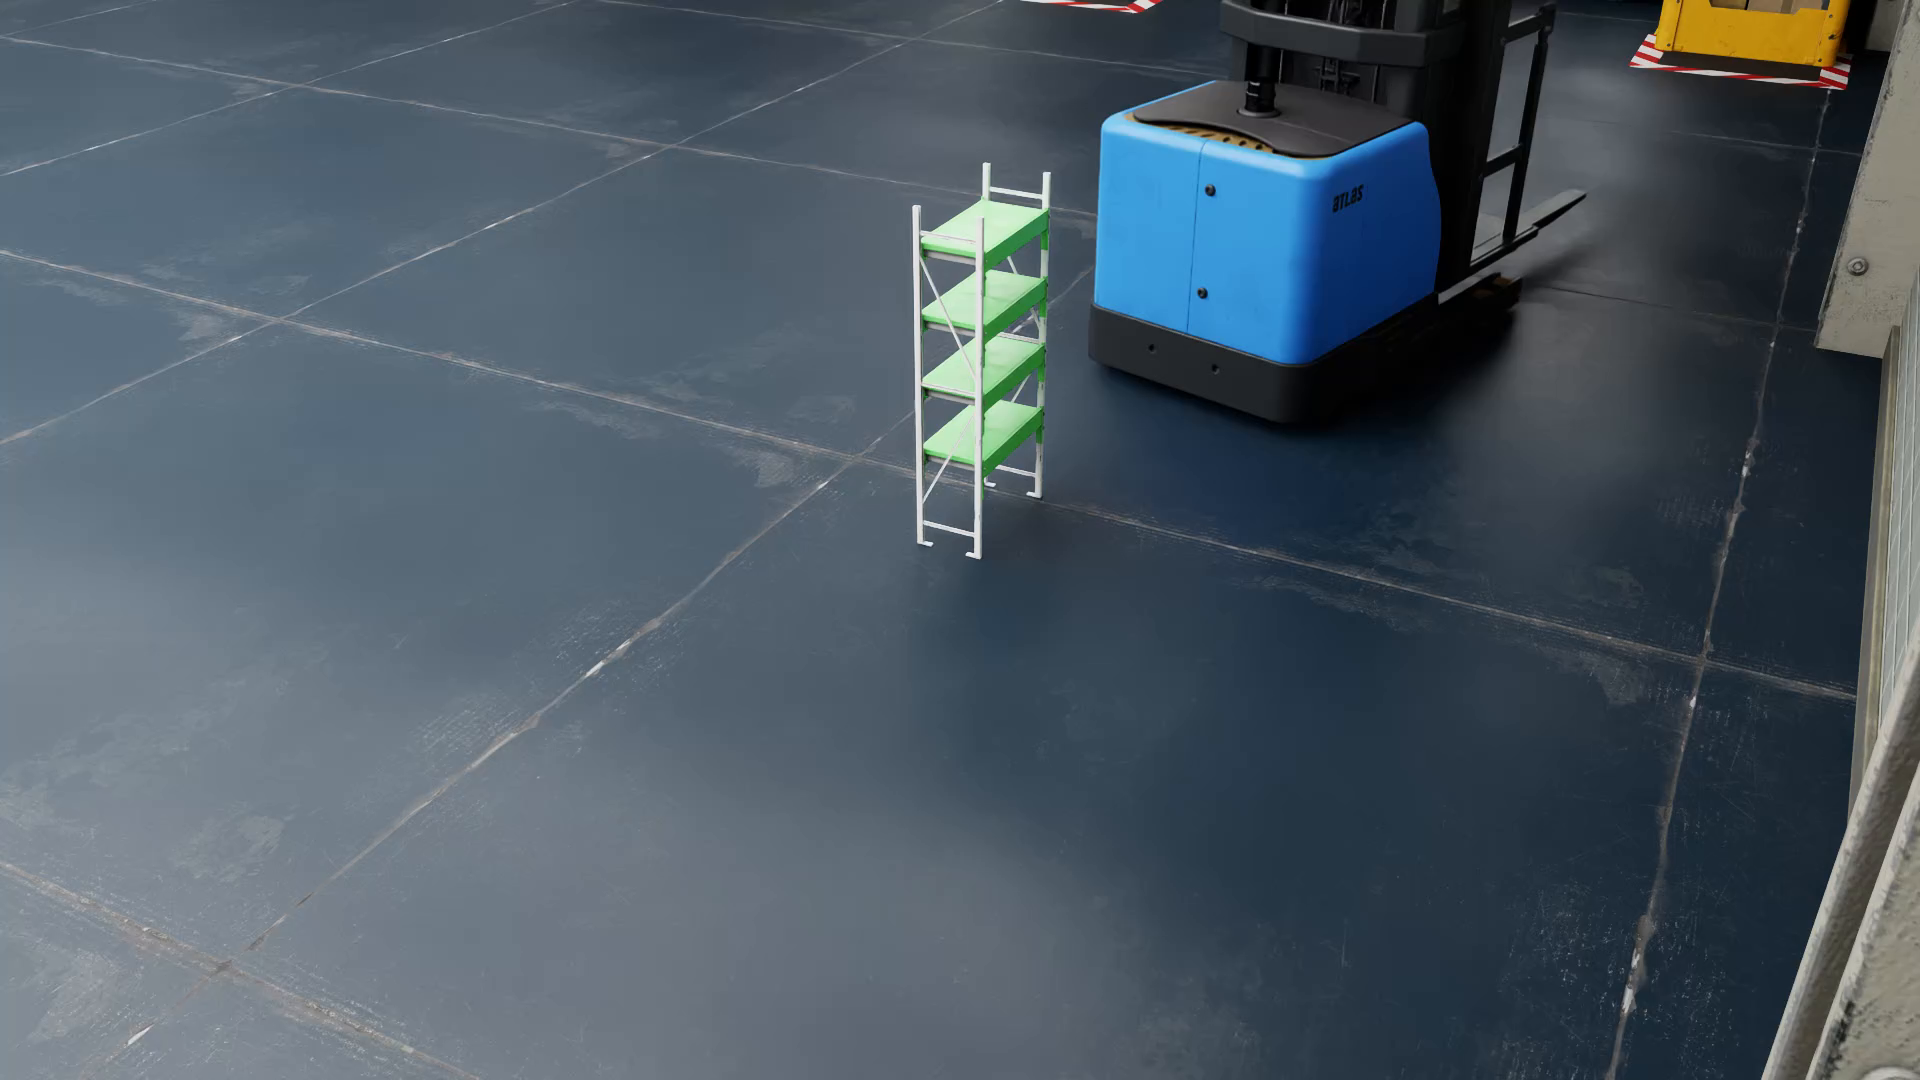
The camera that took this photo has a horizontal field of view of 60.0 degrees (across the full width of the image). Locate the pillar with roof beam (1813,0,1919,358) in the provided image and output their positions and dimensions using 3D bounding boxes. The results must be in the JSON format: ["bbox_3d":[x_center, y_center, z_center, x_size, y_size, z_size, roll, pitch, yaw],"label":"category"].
[{"bbox_3d":[0.095,-5.769,6.760,9.100,9.000,0.400,14,33,23],"label":"pillar with roof beam"}]

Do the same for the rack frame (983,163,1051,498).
[{"bbox_3d":[0.187,-0.702,5.767,0.240,1.200,0.015,14,33,23],"label":"rack frame"}]

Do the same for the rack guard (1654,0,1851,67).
[{"bbox_3d":[5.530,-3.652,11.608,1.175,0.500,0.348,14,33,23],"label":"rack guard"}]

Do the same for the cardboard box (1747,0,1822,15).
[{"bbox_3d":[5.939,-3.910,11.886,0.500,0.250,0.500,14,33,23],"label":"cardboard box"}]

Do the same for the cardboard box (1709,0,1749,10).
[{"bbox_3d":[5.473,-4.016,12.072,0.500,0.250,0.500,15,33,24],"label":"cardboard box"}]

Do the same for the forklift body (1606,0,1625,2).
[{"bbox_3d":[4.780,-5.633,13.400,2.313,2.155,1.214,14,33,23],"label":"forklift body"}]

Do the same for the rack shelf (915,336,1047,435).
[{"bbox_3d":[0.075,-0.538,5.611,0.258,0.148,0.480,14,33,23],"label":"rack shelf"}]

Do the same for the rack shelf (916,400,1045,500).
[{"bbox_3d":[0.075,-0.330,5.730,0.258,0.148,0.480,14,33,23],"label":"rack shelf"}]

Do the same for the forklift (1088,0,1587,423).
[{"bbox_3d":[1.890,-2.370,6.934,1.130,2.935,3.031,24,38,35],"label":"forklift"}]

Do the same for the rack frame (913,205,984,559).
[{"bbox_3d":[-0.036,-0.486,5.391,0.240,1.200,0.015,14,33,23],"label":"rack frame"}]

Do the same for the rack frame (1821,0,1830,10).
[{"bbox_3d":[5.541,-4.747,11.004,1.000,3.000,0.127,14,33,23],"label":"rack frame"}]

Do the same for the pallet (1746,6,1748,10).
[{"bbox_3d":[5.852,-3.886,12.305,1.003,0.211,1.213,14,33,23],"label":"pallet"}]

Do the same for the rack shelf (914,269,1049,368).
[{"bbox_3d":[0.075,-0.746,5.491,0.258,0.148,0.480,14,33,23],"label":"rack shelf"}]

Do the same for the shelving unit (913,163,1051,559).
[{"bbox_3d":[0.075,-0.594,5.579,0.258,1.200,0.503,14,33,23],"label":"shelving unit"}]

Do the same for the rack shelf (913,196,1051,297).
[{"bbox_3d":[0.075,-0.955,5.372,0.258,0.148,0.480,14,33,23],"label":"rack shelf"}]
